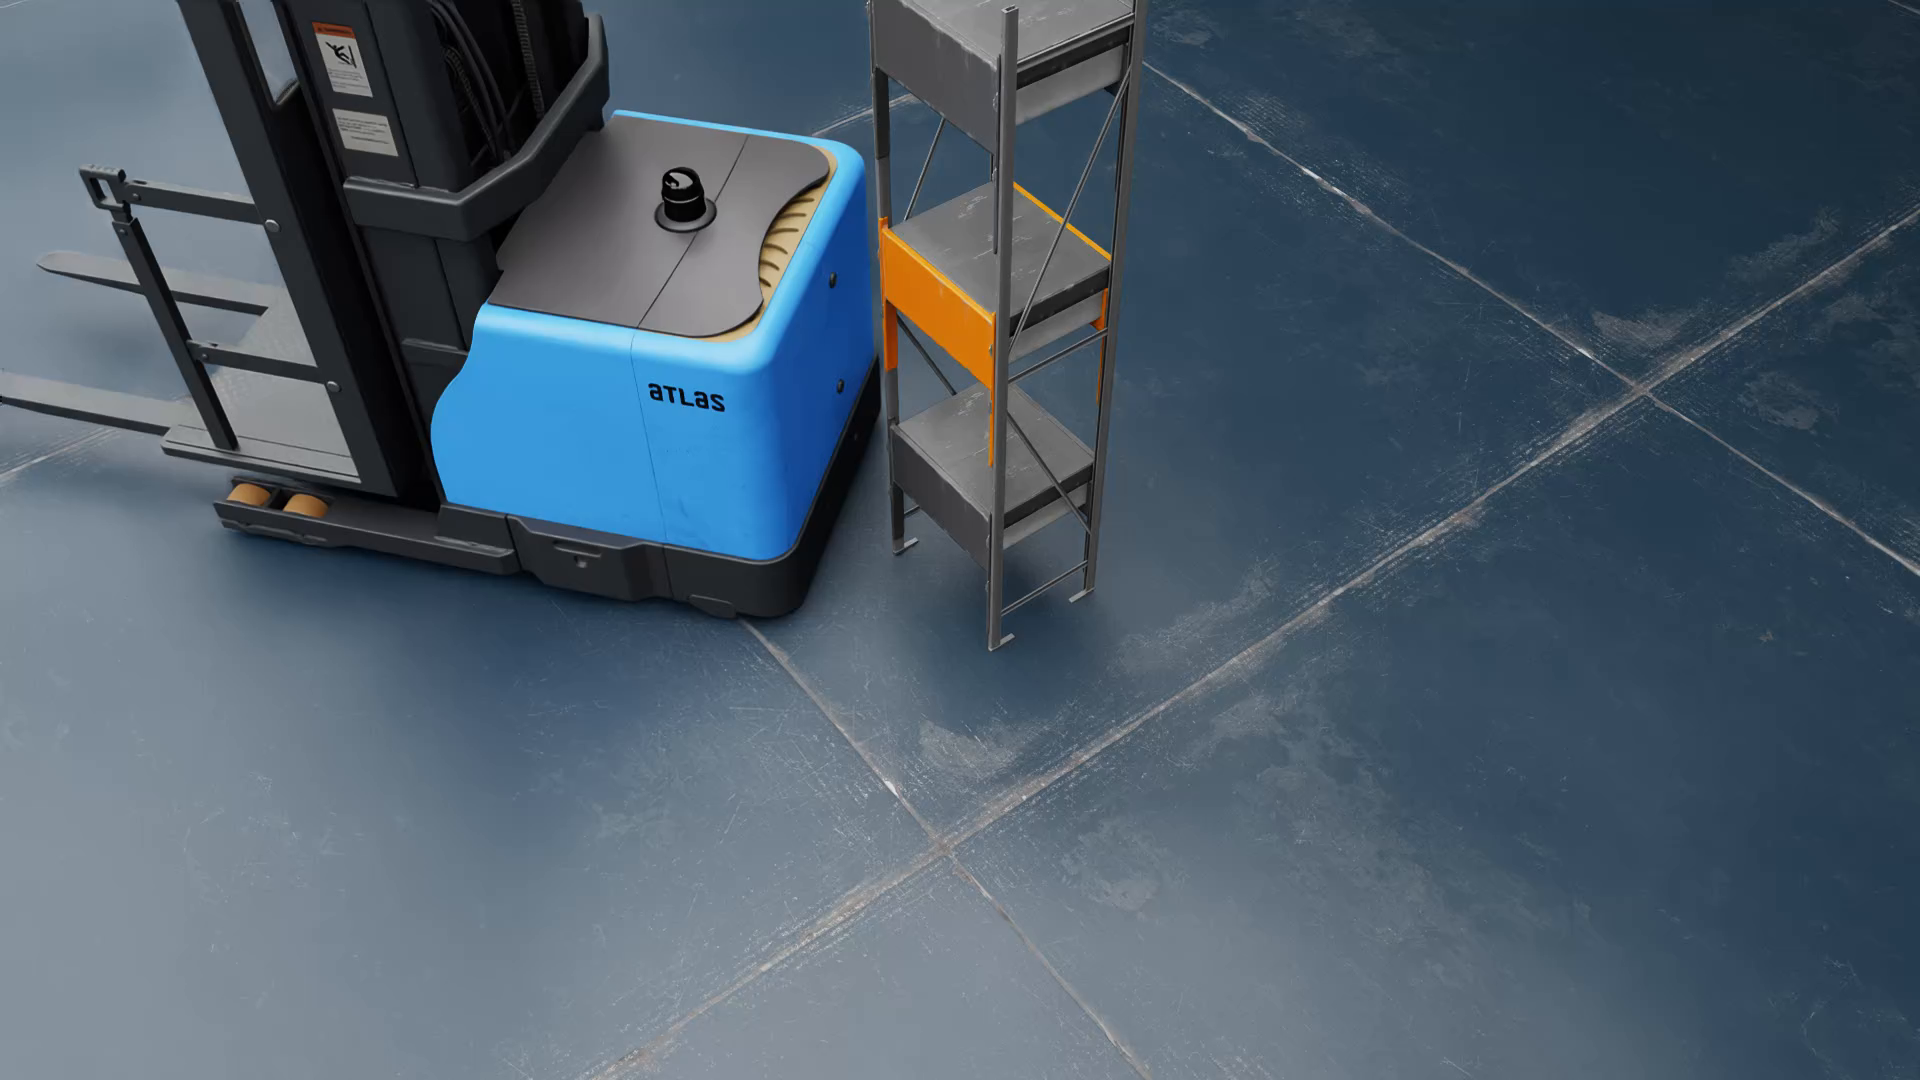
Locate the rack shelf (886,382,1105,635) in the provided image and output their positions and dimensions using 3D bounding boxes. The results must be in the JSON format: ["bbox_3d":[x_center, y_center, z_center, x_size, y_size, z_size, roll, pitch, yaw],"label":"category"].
[{"bbox_3d":[0.100,-0.128,4.912,0.431,0.518,0.480,-29,54,-24],"label":"rack shelf"}]

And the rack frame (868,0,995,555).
[{"bbox_3d":[-0.048,-0.752,4.514,0.400,2.100,0.015,-29,54,-24],"label":"rack frame"}]

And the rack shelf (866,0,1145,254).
[{"bbox_3d":[0.100,-1.069,3.875,0.431,0.518,0.480,-29,54,-24],"label":"rack shelf"}]

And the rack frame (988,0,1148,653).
[{"bbox_3d":[0.248,-0.464,4.253,0.400,2.100,0.015,-29,54,-24],"label":"rack frame"}]

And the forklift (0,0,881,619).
[{"bbox_3d":[-1.837,-1.336,4.483,3.031,2.935,1.130,10,49,9],"label":"forklift"}]

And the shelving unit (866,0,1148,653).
[{"bbox_3d":[0.100,-0.608,4.384,0.431,2.100,0.503,-29,54,-24],"label":"shelving unit"}]

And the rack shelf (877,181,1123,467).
[{"bbox_3d":[0.100,-0.598,4.394,0.431,0.518,0.480,-29,54,-24],"label":"rack shelf"}]
